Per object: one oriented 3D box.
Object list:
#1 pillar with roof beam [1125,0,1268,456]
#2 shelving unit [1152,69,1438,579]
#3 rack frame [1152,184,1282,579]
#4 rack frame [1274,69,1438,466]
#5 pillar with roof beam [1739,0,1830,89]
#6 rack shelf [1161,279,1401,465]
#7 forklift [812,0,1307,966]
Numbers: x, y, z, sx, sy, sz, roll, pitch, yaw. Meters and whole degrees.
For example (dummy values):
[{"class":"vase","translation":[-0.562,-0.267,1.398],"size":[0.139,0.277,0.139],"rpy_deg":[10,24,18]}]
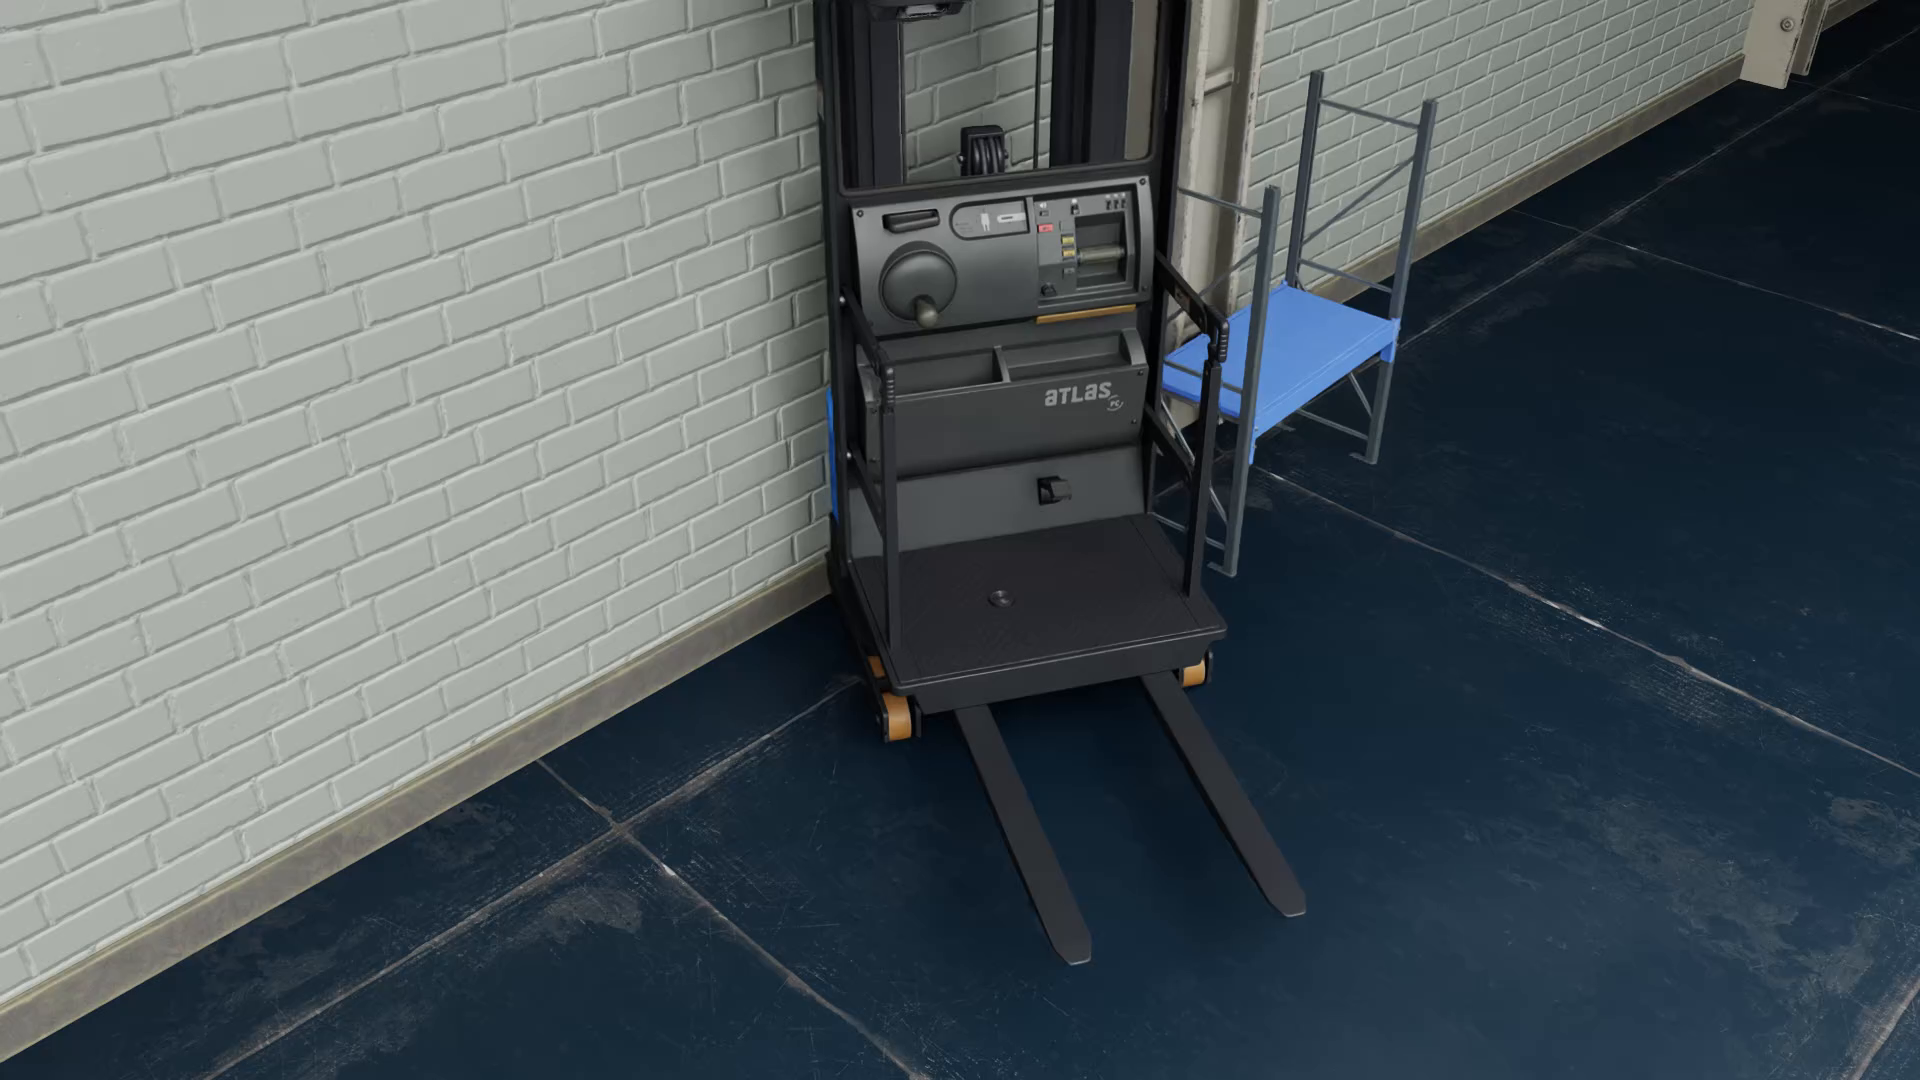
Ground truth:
[{"class":"pillar with roof beam","translation":[3.915,-2.435,1.874],"size":[9.100,9.000,0.400],"rpy_deg":[30,45,35]},{"class":"shelving unit","translation":[1.146,-0.794,6.078],"size":[0.538,1.500,1.048],"rpy_deg":[27,43,33]},{"class":"rack frame","translation":[0.810,-0.576,5.765],"size":[0.500,1.500,0.032],"rpy_deg":[27,43,33]},{"class":"rack frame","translation":[1.481,-1.013,6.391],"size":[0.500,1.500,0.032],"rpy_deg":[27,43,33]},{"class":"pillar with roof beam","translation":[8.143,-4.870,5.367],"size":[9.100,9.000,0.400],"rpy_deg":[30,45,35]},{"class":"rack shelf","translation":[1.146,-0.647,6.181],"size":[0.538,0.185,1.000],"rpy_deg":[27,43,33]},{"class":"forklift","translation":[0.198,-0.808,4.846],"size":[1.130,2.935,3.031],"rpy_deg":[-9,36,-13]}]
